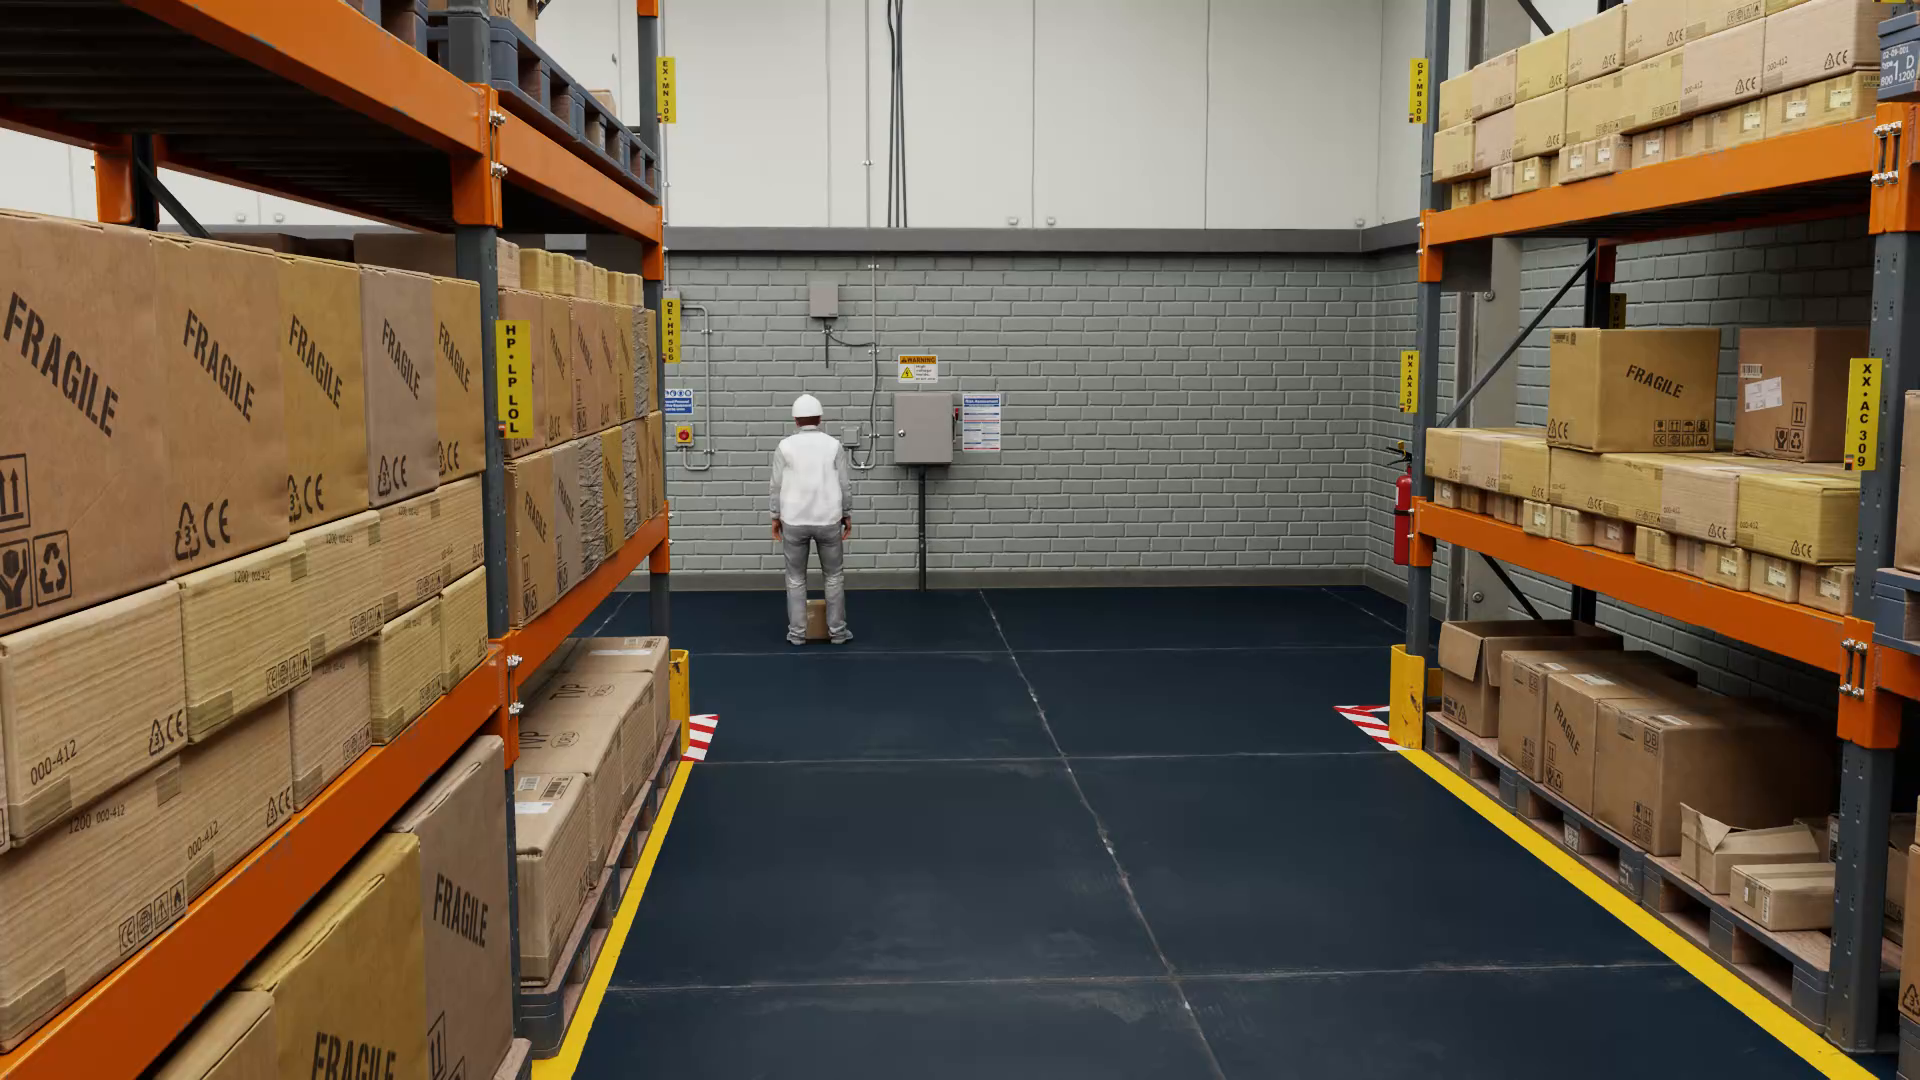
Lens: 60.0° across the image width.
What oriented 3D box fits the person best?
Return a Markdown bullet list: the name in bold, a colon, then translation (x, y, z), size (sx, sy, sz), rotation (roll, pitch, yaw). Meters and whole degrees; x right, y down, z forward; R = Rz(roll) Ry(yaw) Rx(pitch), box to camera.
- **person**: translation (-1.059, -0.146, 11.847), size (0.589, 1.772, 0.461), rotation (-1, 7, -6)
